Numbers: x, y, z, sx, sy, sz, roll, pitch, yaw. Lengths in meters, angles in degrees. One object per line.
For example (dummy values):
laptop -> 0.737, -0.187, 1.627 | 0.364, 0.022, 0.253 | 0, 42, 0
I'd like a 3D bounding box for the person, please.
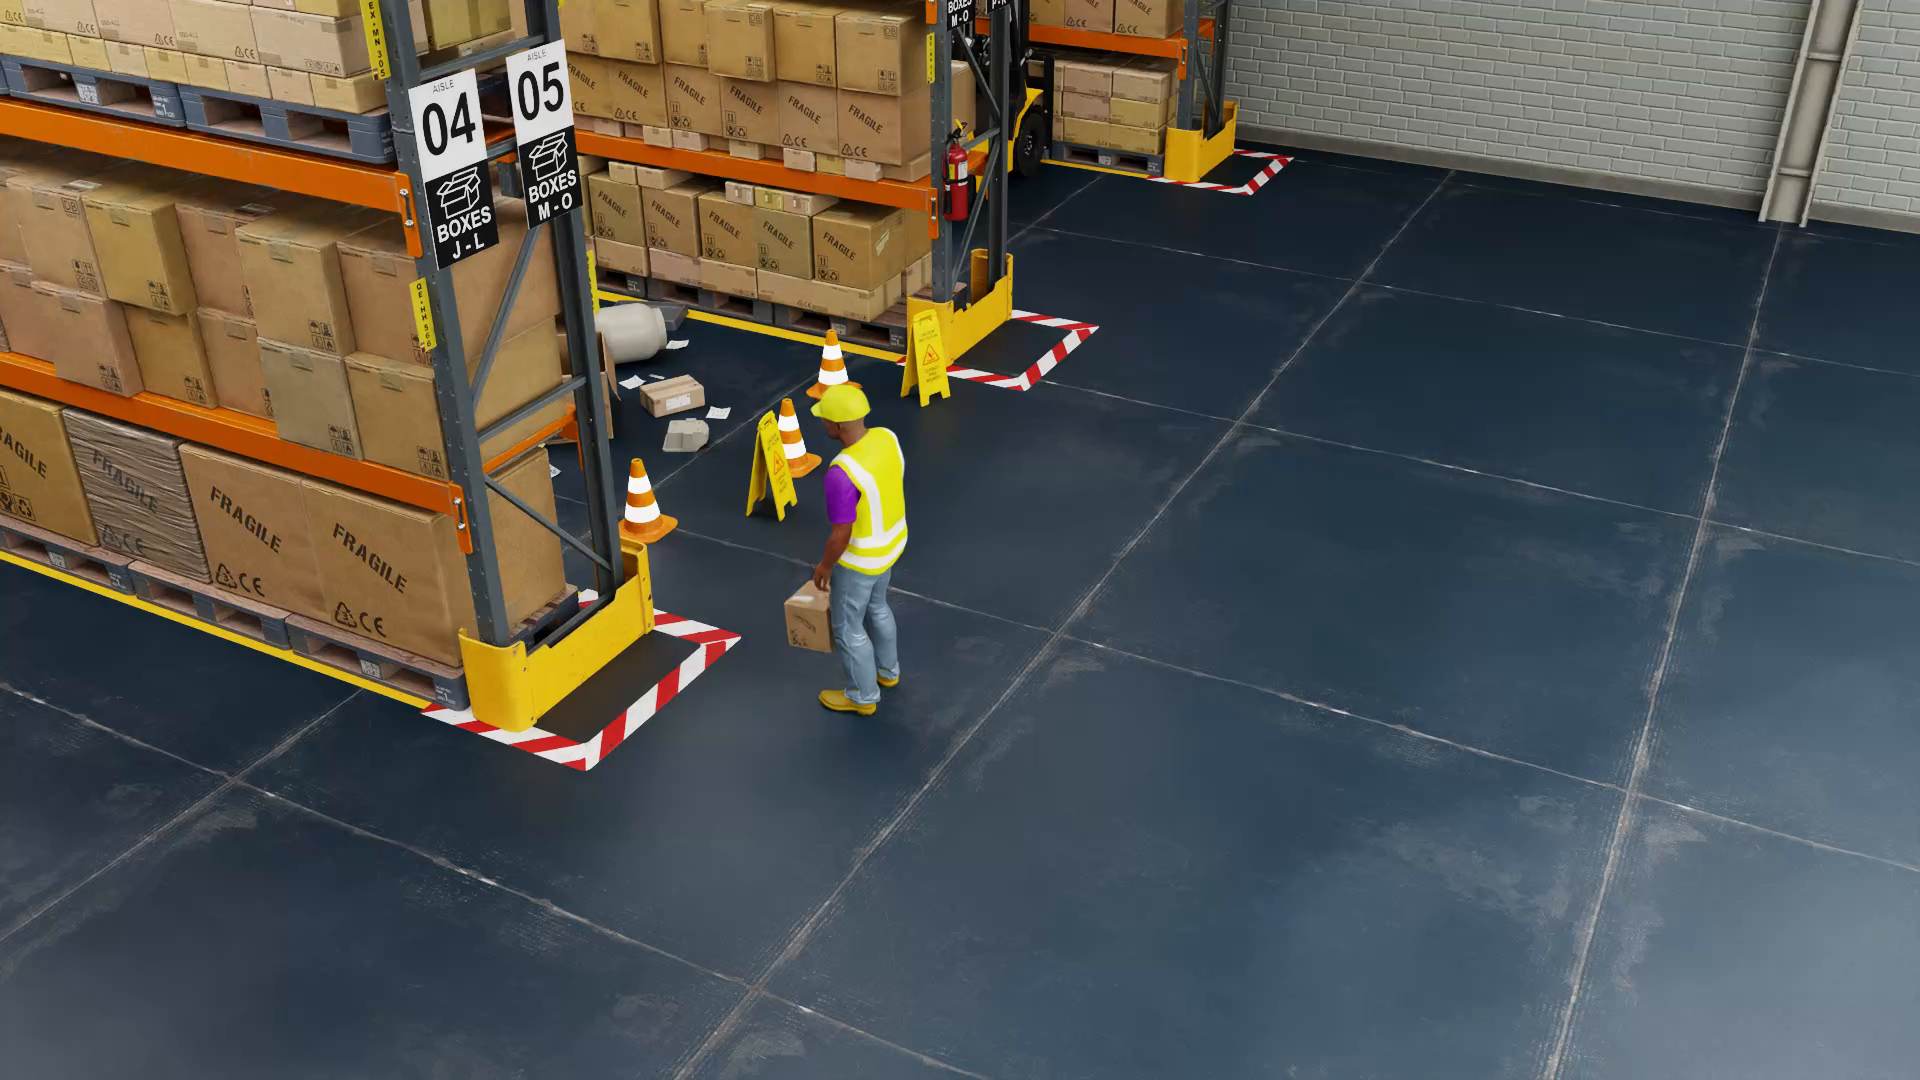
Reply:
person -> -0.514, 0.051, 8.186 | 0.458, 1.759, 0.635 | 12, 32, 21
